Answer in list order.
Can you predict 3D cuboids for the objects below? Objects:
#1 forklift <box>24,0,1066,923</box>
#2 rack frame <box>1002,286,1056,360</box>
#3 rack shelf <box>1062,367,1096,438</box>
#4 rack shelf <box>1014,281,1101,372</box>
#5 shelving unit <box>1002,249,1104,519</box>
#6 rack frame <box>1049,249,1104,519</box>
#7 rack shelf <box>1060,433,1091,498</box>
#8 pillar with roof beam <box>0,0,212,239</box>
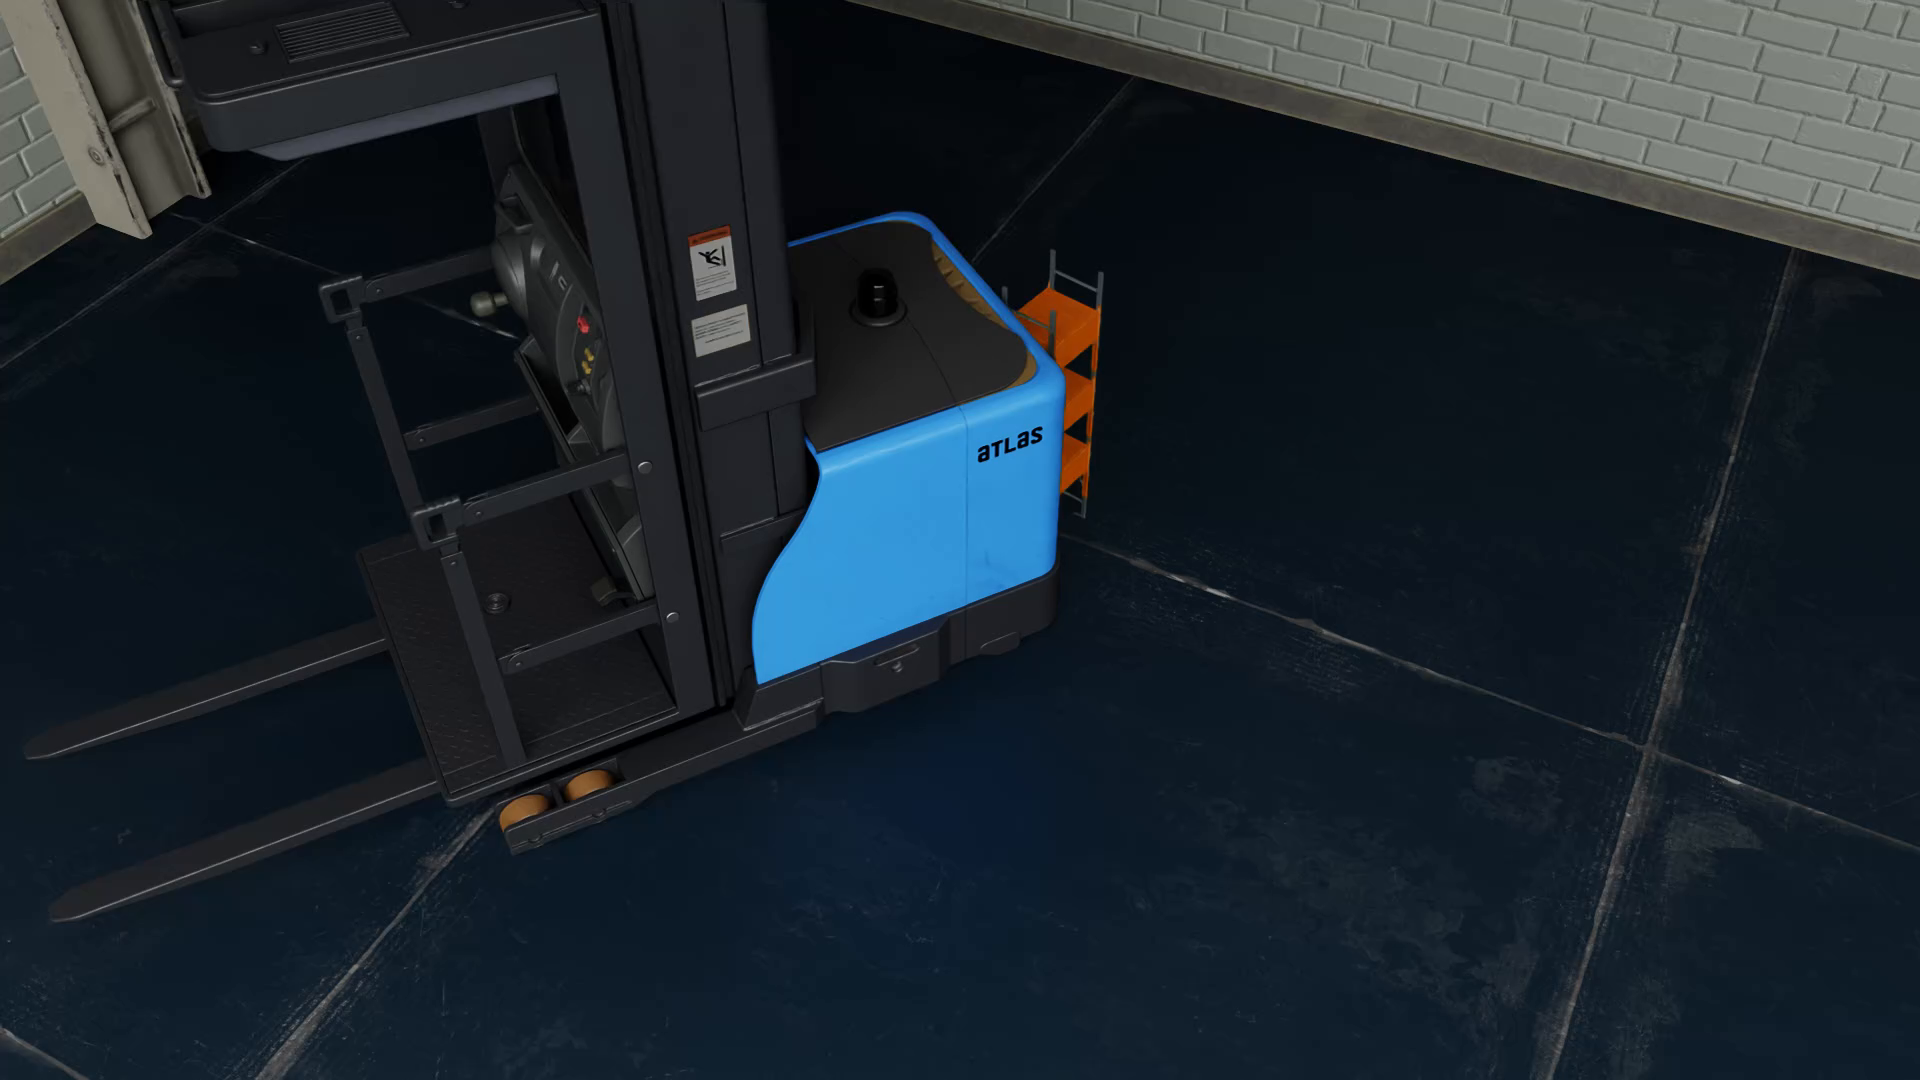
[{"bbox_3d":[-1.231,-0.560,4.243,3.031,2.935,1.130,-20,49,-19],"label":"forklift"},{"bbox_3d":[0.207,-0.354,5.362,0.200,1.050,0.008,30,52,26],"label":"rack frame"},{"bbox_3d":[0.284,-0.414,5.436,0.215,0.259,0.240,30,52,26],"label":"rack shelf"},{"bbox_3d":[0.284,-0.614,5.235,0.215,0.259,0.240,30,52,26],"label":"rack shelf"},{"bbox_3d":[0.284,-0.422,5.429,0.215,1.050,0.252,30,52,26],"label":"shelving unit"},{"bbox_3d":[0.361,-0.489,5.496,0.200,1.050,0.008,30,52,26],"label":"rack frame"},{"bbox_3d":[0.284,-0.219,5.634,0.215,0.259,0.240,30,52,26],"label":"rack shelf"},{"bbox_3d":[0.331,-3.182,2.568,9.100,9.000,0.400,20,49,19],"label":"pillar with roof beam"}]
